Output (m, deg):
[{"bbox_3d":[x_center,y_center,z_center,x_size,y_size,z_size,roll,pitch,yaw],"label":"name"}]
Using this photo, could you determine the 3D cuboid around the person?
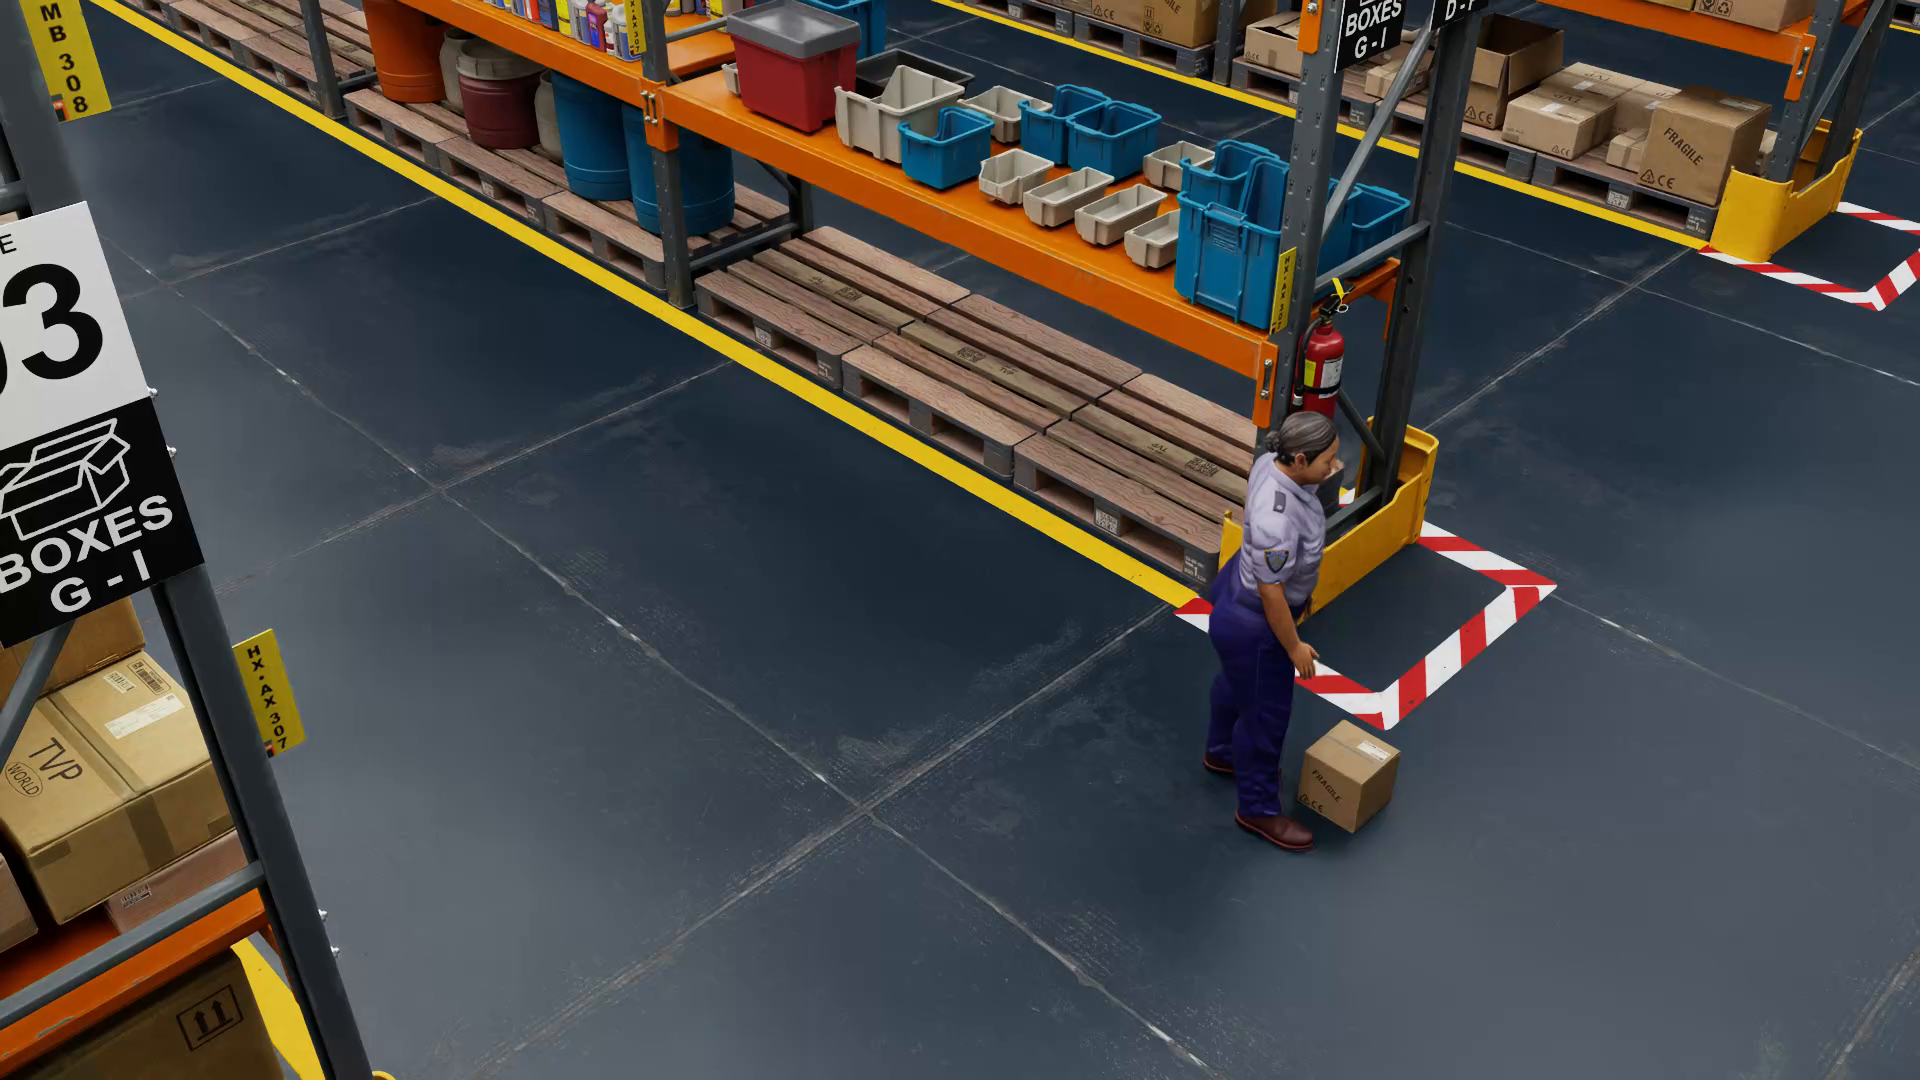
[{"bbox_3d":[1.094,0.284,5.758,0.468,1.663,0.525,6,36,8],"label":"person"}]
